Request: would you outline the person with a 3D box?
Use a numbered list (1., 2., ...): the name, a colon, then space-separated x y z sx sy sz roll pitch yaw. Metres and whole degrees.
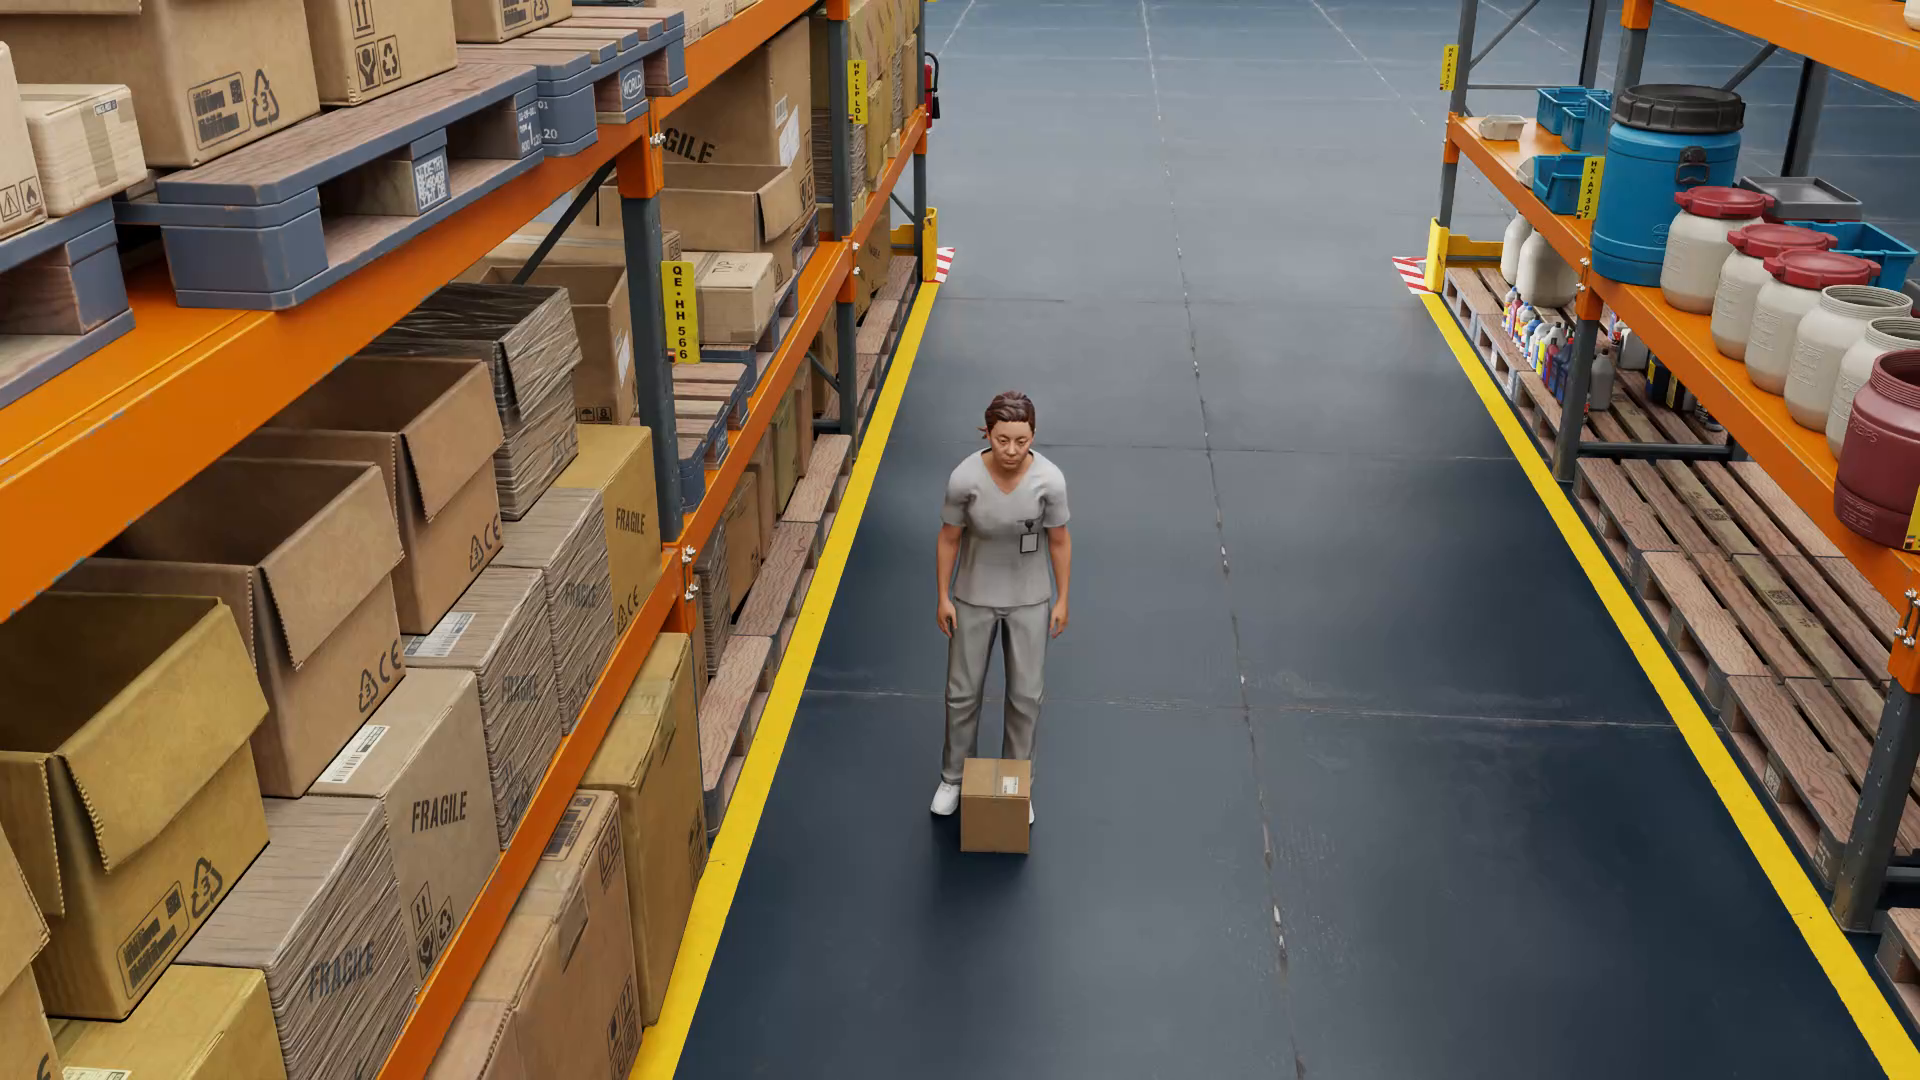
1. person: 0.147 0.246 6.071 0.514 1.672 0.414 0 25 1
